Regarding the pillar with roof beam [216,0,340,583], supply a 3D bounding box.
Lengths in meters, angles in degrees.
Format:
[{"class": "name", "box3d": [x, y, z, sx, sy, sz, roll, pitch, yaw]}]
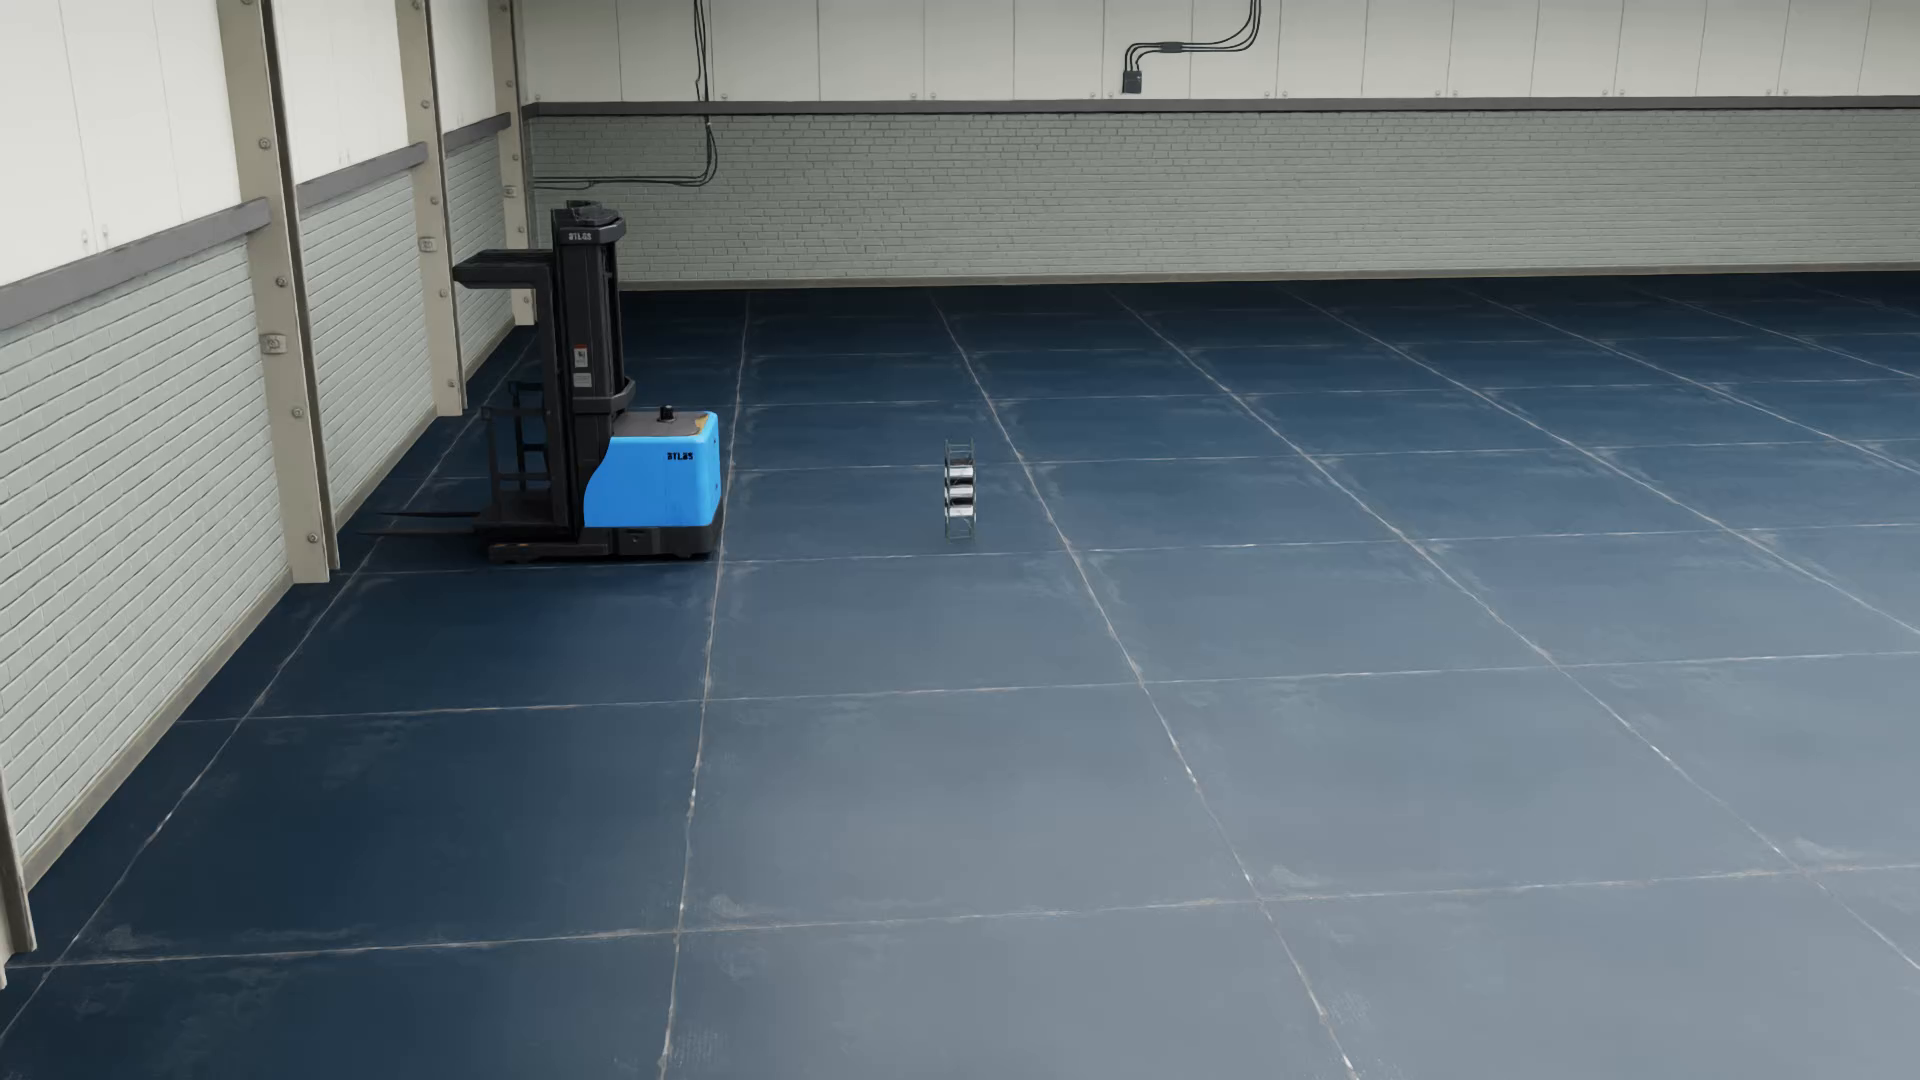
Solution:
[{"class": "pillar with roof beam", "box3d": [-1.051, -4.136, 12.827, 9.100, 9.000, 0.400, -2, 18, -6]}]

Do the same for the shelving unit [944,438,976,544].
[{"class": "shelving unit", "box3d": [0.001, -0.427, 14.535, 0.258, 0.900, 0.210, -2, 18, -6]}]

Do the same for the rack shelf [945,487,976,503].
[{"class": "rack shelf", "box3d": [0.001, -0.395, 14.545, 0.258, 0.077, 0.200, -2, 18, -6]}]

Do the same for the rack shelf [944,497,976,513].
[{"class": "rack shelf", "box3d": [0.001, -0.309, 14.572, 0.258, 0.077, 0.200, -2, 18, -6]}]

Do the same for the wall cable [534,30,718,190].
[{"class": "wall cable", "box3d": [-5.559, -7.015, 27.182, 3.097, 2.526, 0.112, -2, 18, -6]}]

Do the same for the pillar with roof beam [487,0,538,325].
[{"class": "pillar with roof beam", "box3d": [-2.288, -7.711, 24.215, 9.100, 9.000, 0.400, -2, 18, -6]}]

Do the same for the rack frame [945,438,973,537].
[{"class": "rack frame", "box3d": [-0.010, -0.457, 14.631, 0.240, 0.900, 0.006, -2, 18, -6]}]

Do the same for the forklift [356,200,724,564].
[{"class": "forklift", "box3d": [-3.628, -1.359, 14.113, 3.031, 2.935, 1.130, -1, 17, -2]}]

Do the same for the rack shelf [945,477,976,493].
[{"class": "rack shelf", "box3d": [0.001, -0.481, 14.518, 0.258, 0.077, 0.200, -2, 18, -6]}]

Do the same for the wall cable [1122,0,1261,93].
[{"class": "wall cable", "box3d": [3.885, -10.408, 27.127, 2.305, 6.003, 0.169, -2, 18, -6]}]

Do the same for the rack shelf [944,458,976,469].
[{"class": "rack shelf", "box3d": [0.001, -0.653, 14.464, 0.258, 0.077, 0.200, -2, 18, -6]}]

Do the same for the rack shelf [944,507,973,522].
[{"class": "rack shelf", "box3d": [0.001, -0.223, 14.598, 0.258, 0.077, 0.200, -2, 18, -6]}]

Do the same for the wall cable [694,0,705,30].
[{"class": "wall cable", "box3d": [-2.868, -9.508, 26.692, 3.097, 2.526, 0.112, -2, 18, -6]}]

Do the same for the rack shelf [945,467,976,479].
[{"class": "rack shelf", "box3d": [0.001, -0.567, 14.491, 0.258, 0.077, 0.200, -2, 18, -6]}]

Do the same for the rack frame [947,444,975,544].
[{"class": "rack frame", "box3d": [0.011, -0.397, 14.438, 0.240, 0.900, 0.006, -2, 18, -6]}]

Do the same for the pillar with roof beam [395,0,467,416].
[{"class": "pillar with roof beam", "box3d": [-1.670, -5.923, 18.521, 9.100, 9.000, 0.400, -2, 18, -6]}]

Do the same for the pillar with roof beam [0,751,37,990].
[{"class": "pillar with roof beam", "box3d": [-0.432, -2.348, 7.133, 9.100, 9.000, 0.400, -2, 18, -6]}]
